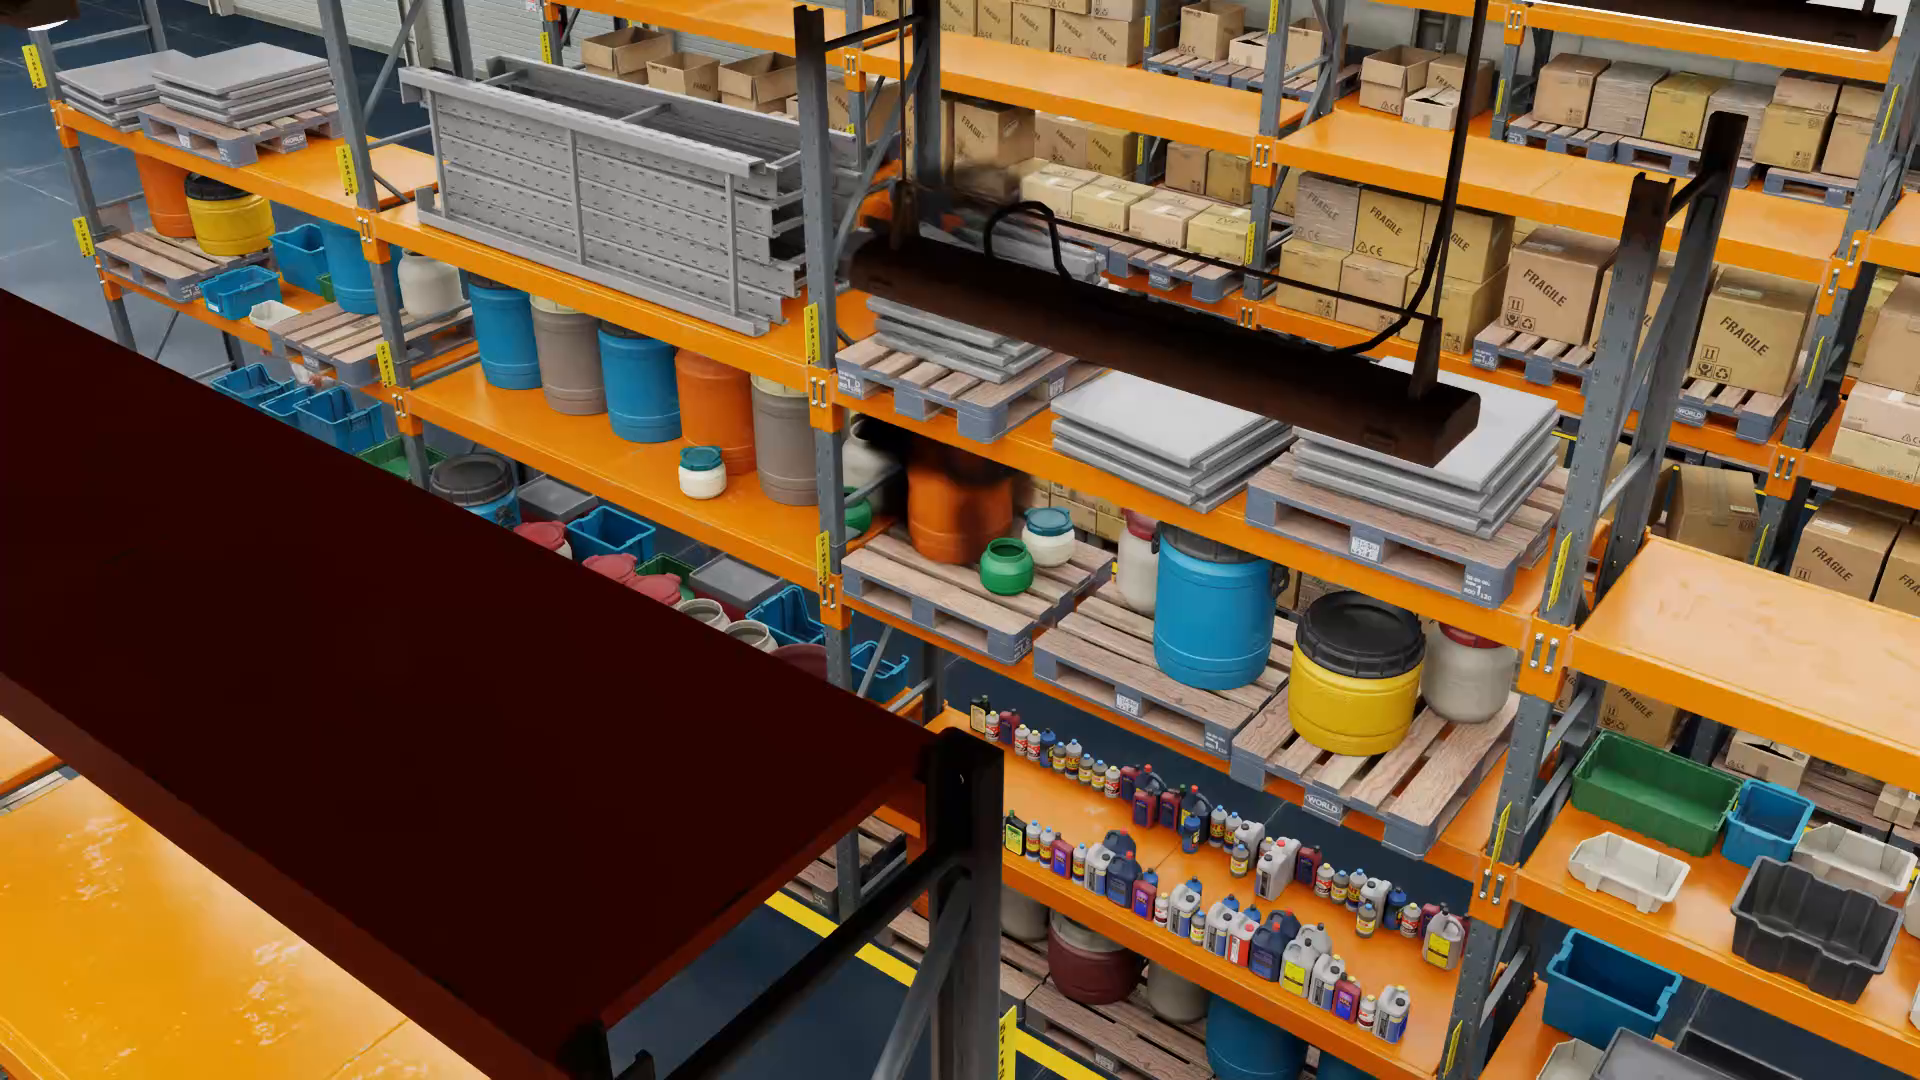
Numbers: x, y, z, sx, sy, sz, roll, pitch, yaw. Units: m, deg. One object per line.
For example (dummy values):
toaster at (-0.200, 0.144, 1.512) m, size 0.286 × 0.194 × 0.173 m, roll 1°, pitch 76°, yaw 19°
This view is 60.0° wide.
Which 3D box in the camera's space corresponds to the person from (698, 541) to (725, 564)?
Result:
person at (-1.809, 0.004, 13.644) m, size 0.695 × 1.738 × 0.648 m, roll 16°, pitch 35°, yaw 24°

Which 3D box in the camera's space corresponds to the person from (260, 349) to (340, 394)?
person at (-6.288, -1.602, 16.247) m, size 0.940 × 1.721 × 0.585 m, roll -3°, pitch 32°, yaw -4°

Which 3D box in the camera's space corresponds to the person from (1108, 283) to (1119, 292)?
person at (1.552, -1.856, 16.838) m, size 0.945 × 1.550 × 0.697 m, roll 14°, pitch 34°, yaw 22°
